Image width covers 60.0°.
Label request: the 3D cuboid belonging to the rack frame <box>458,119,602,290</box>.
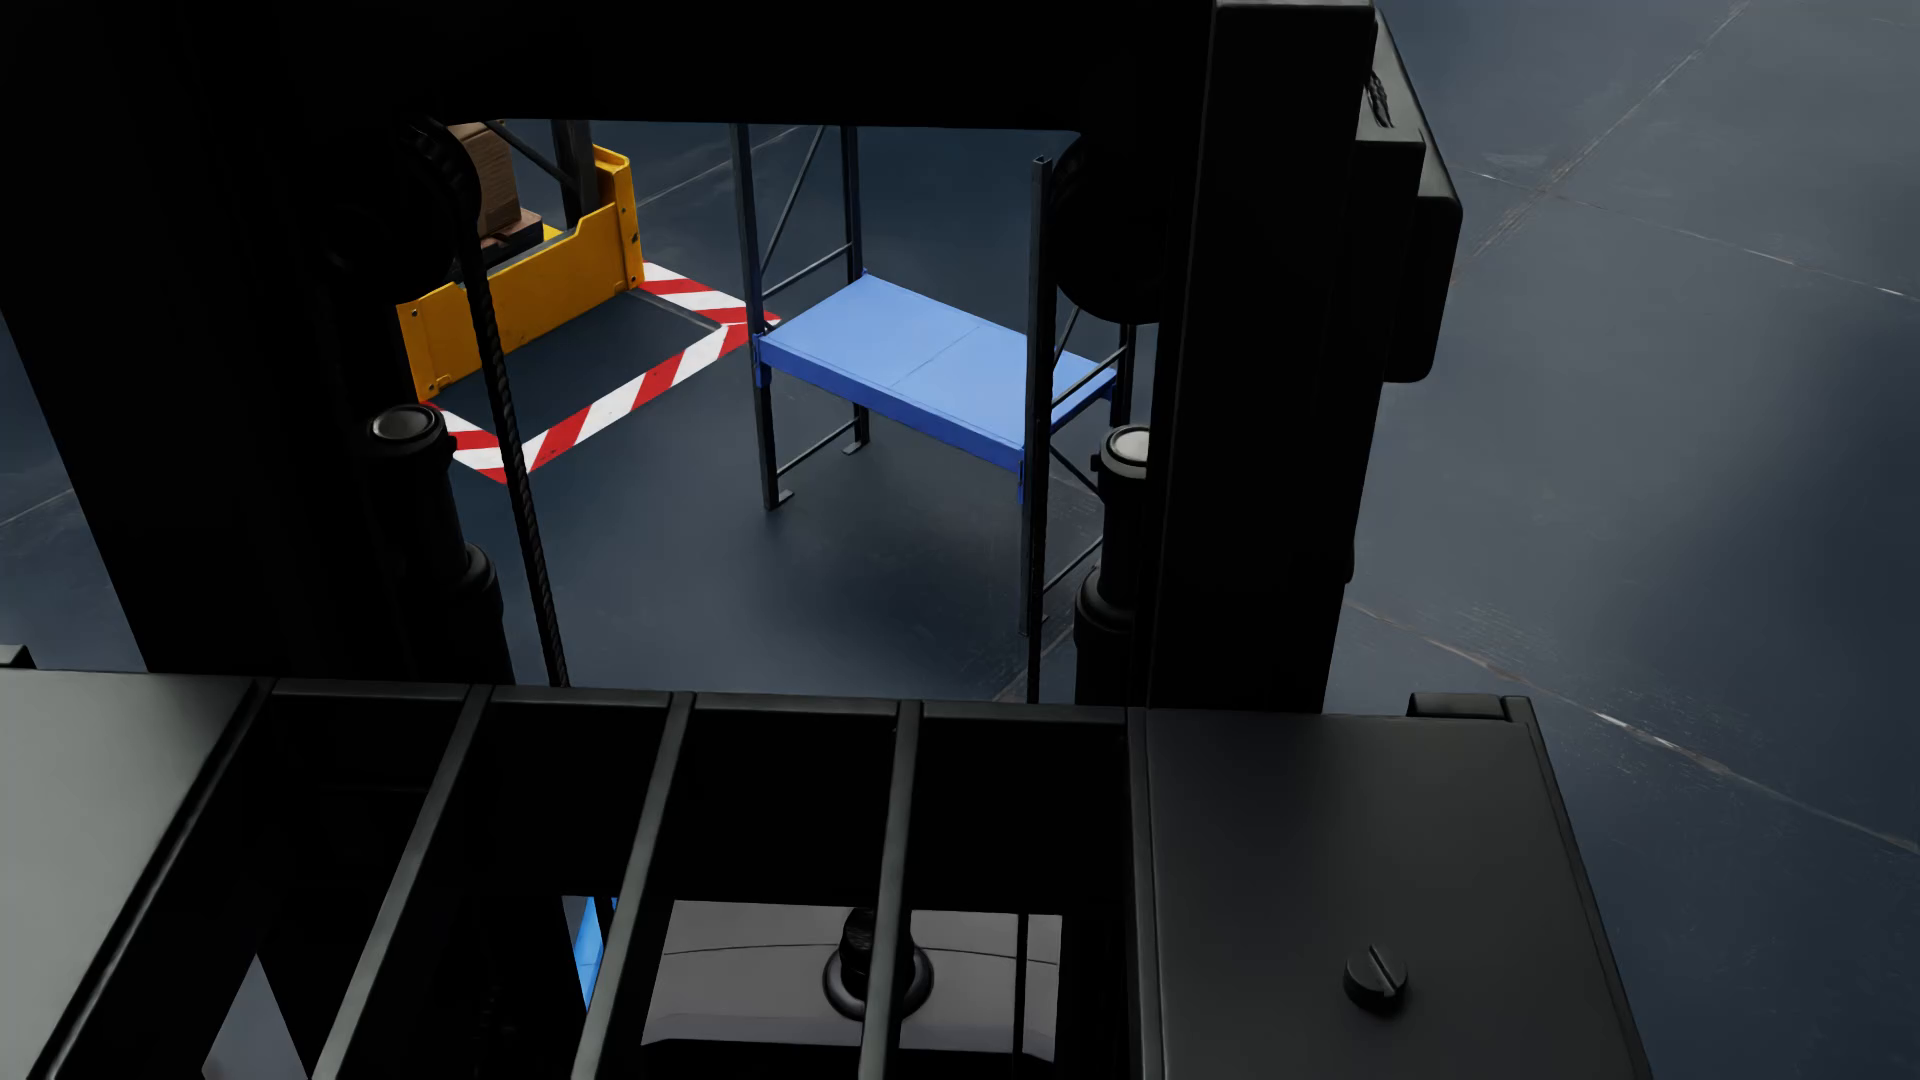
[{"bbox_3d":[-1.728,-2.002,5.374,0.127,3.000,1.000,25,45,29],"label":"rack frame"}]

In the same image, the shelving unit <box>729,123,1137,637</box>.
[{"bbox_3d":[-0.068,-0.622,4.828,1.048,1.500,0.538,25,45,29],"label":"shelving unit"}]

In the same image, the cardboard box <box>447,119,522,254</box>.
[{"bbox_3d":[-2.312,-1.357,6.287,0.875,0.438,0.875,24,44,27],"label":"cardboard box"}]

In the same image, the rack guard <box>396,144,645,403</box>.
[{"bbox_3d":[-1.708,-1.009,6.133,0.348,0.500,1.175,25,45,29],"label":"rack guard"}]

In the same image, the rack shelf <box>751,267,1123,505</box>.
[{"bbox_3d":[-0.068,-0.481,4.939,1.000,0.185,0.538,25,45,29],"label":"rack shelf"}]

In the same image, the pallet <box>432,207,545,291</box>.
[{"bbox_3d":[-2.410,-1.165,6.567,1.213,0.211,1.003,25,45,29],"label":"pallet"}]

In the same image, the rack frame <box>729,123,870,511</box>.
[{"bbox_3d":[-0.472,-0.813,5.072,0.032,1.500,0.500,25,45,29],"label":"rack frame"}]

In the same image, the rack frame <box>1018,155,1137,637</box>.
[{"bbox_3d":[0.336,-0.432,4.585,0.032,1.500,0.500,25,45,29],"label":"rack frame"}]
